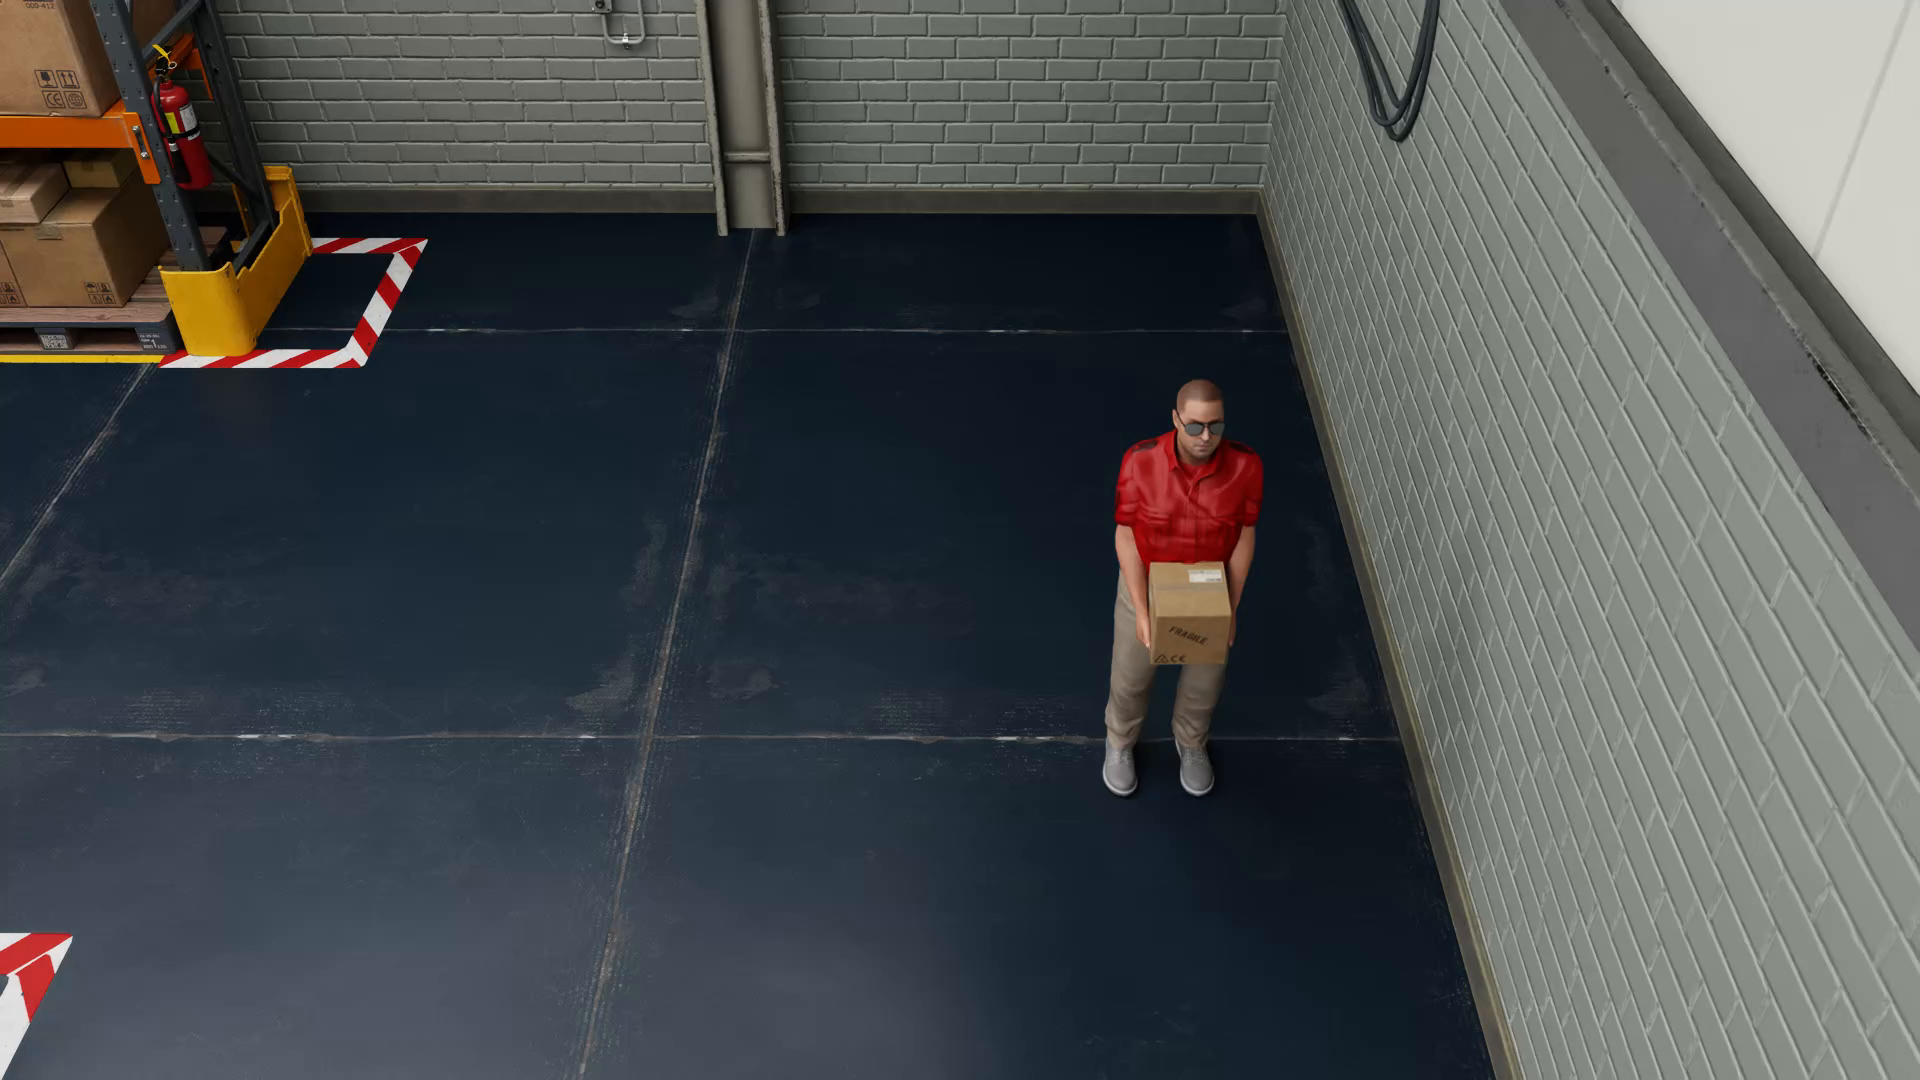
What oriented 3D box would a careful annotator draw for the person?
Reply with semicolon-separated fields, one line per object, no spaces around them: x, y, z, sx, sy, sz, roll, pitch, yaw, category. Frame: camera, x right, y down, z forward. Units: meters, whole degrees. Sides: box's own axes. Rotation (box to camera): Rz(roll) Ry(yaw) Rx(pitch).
0.784;0.246;5.870;0.509;1.722;0.533;0;39;0;person
